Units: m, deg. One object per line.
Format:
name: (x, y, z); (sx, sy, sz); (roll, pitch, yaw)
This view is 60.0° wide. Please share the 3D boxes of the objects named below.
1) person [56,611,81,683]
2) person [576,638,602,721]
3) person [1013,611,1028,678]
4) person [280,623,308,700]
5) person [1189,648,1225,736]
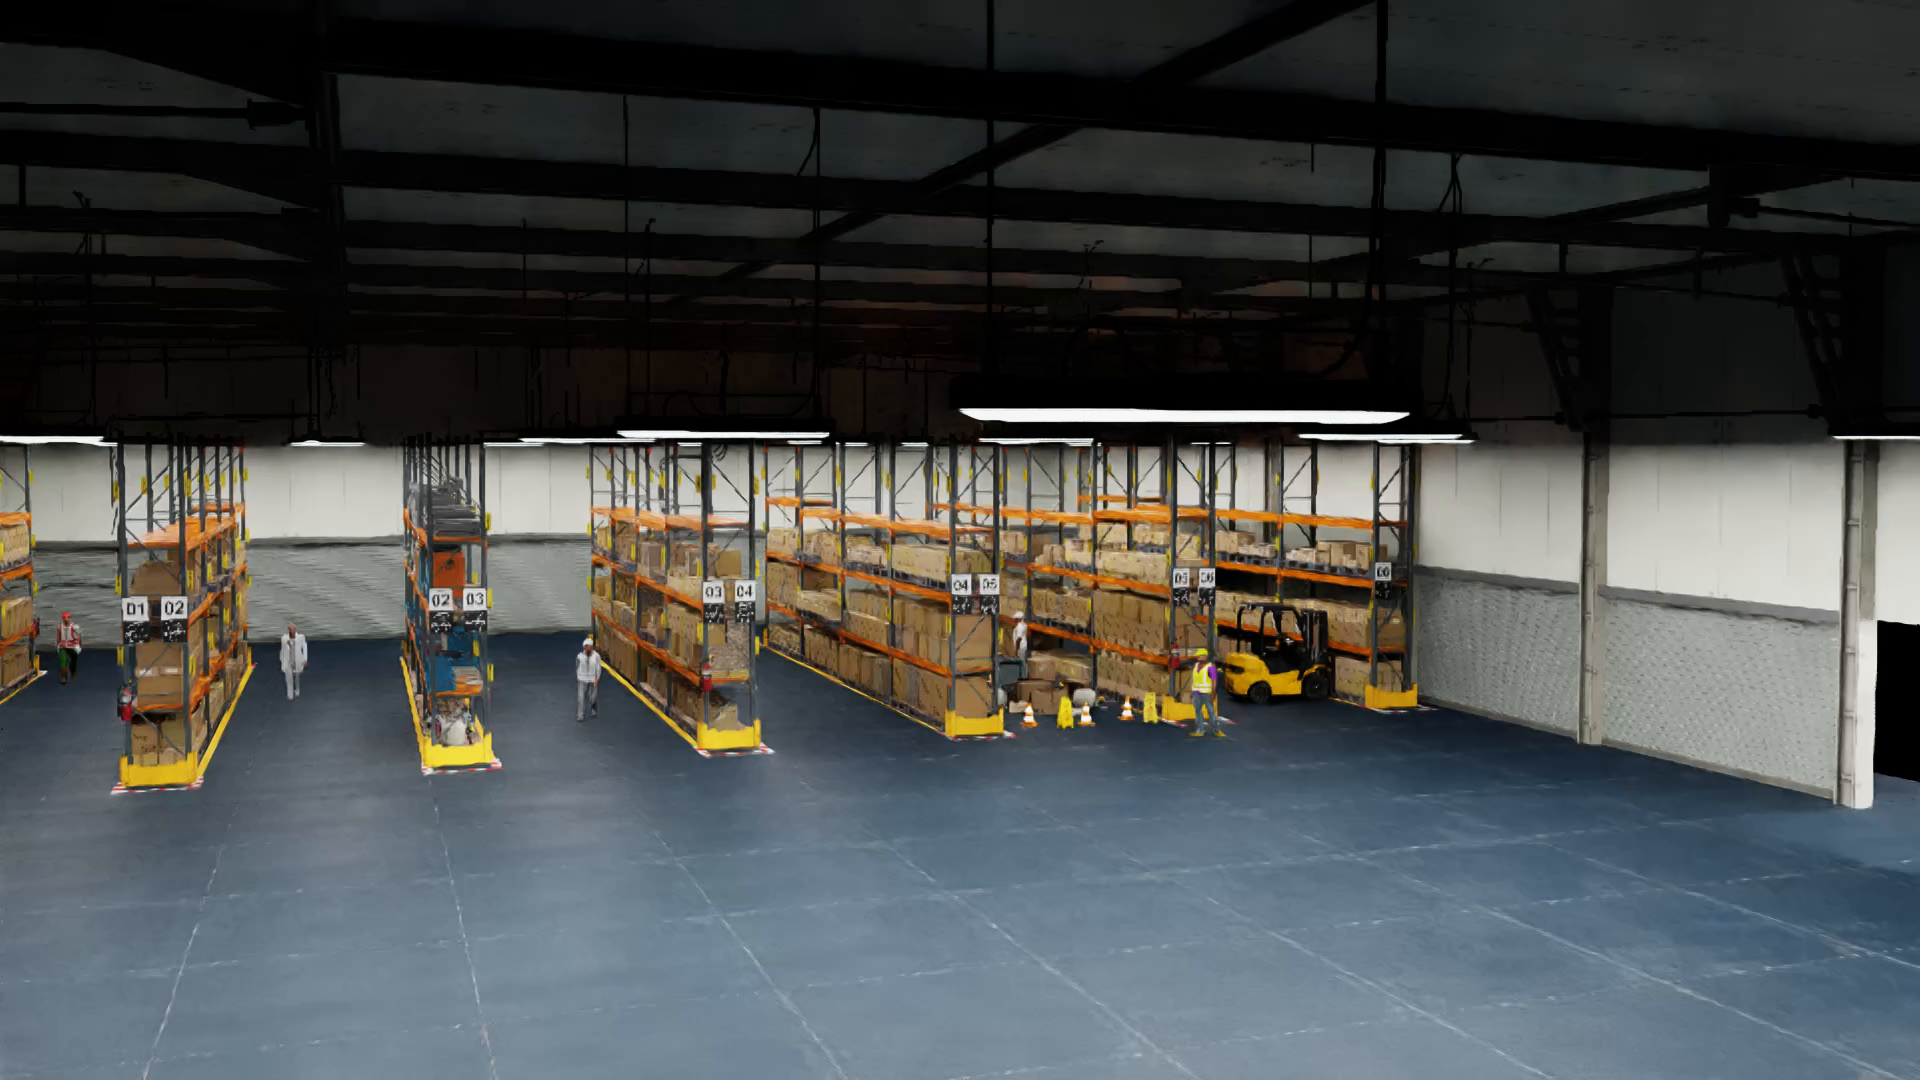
person: (-21.771, 2.604, 40.609); (0.567, 1.736, 1.044); (-1, 3, -21)
person: (-7.810, 2.915, 35.008); (0.539, 1.714, 1.033); (-1, 3, -10)
person: (1.408, 2.595, 40.247); (0.580, 1.763, 0.673); (0, 3, 5)
person: (-15.206, 2.752, 37.959); (0.600, 1.725, 1.110); (-1, 3, -21)
person: (4.888, 3.022, 32.966); (0.747, 1.764, 0.475); (3, 4, 42)
